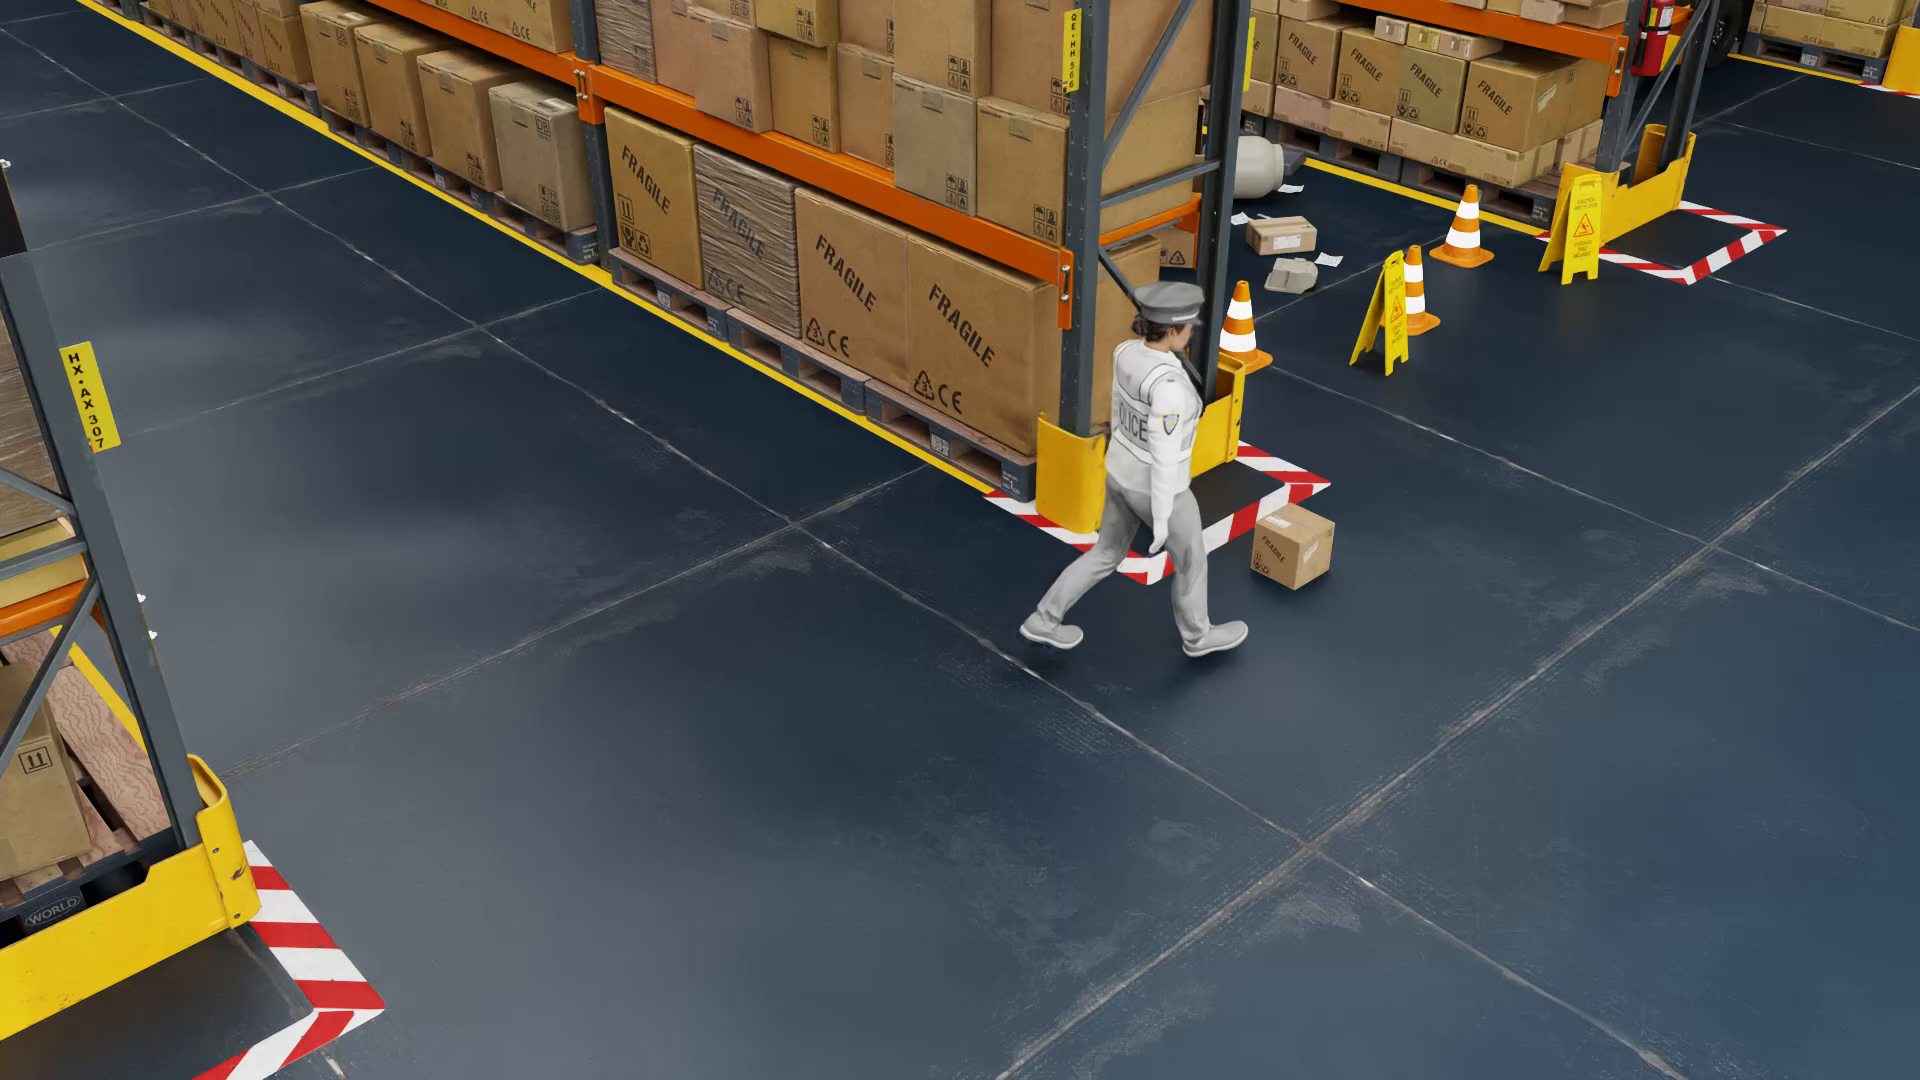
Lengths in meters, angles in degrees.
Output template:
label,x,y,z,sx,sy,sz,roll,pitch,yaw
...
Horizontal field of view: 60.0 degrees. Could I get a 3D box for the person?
label,x,y,z,sx,sy,sz,roll,pitch,yaw
person,0.739,-0.226,6.495,0.908,1.637,0.524,-13,34,-19
